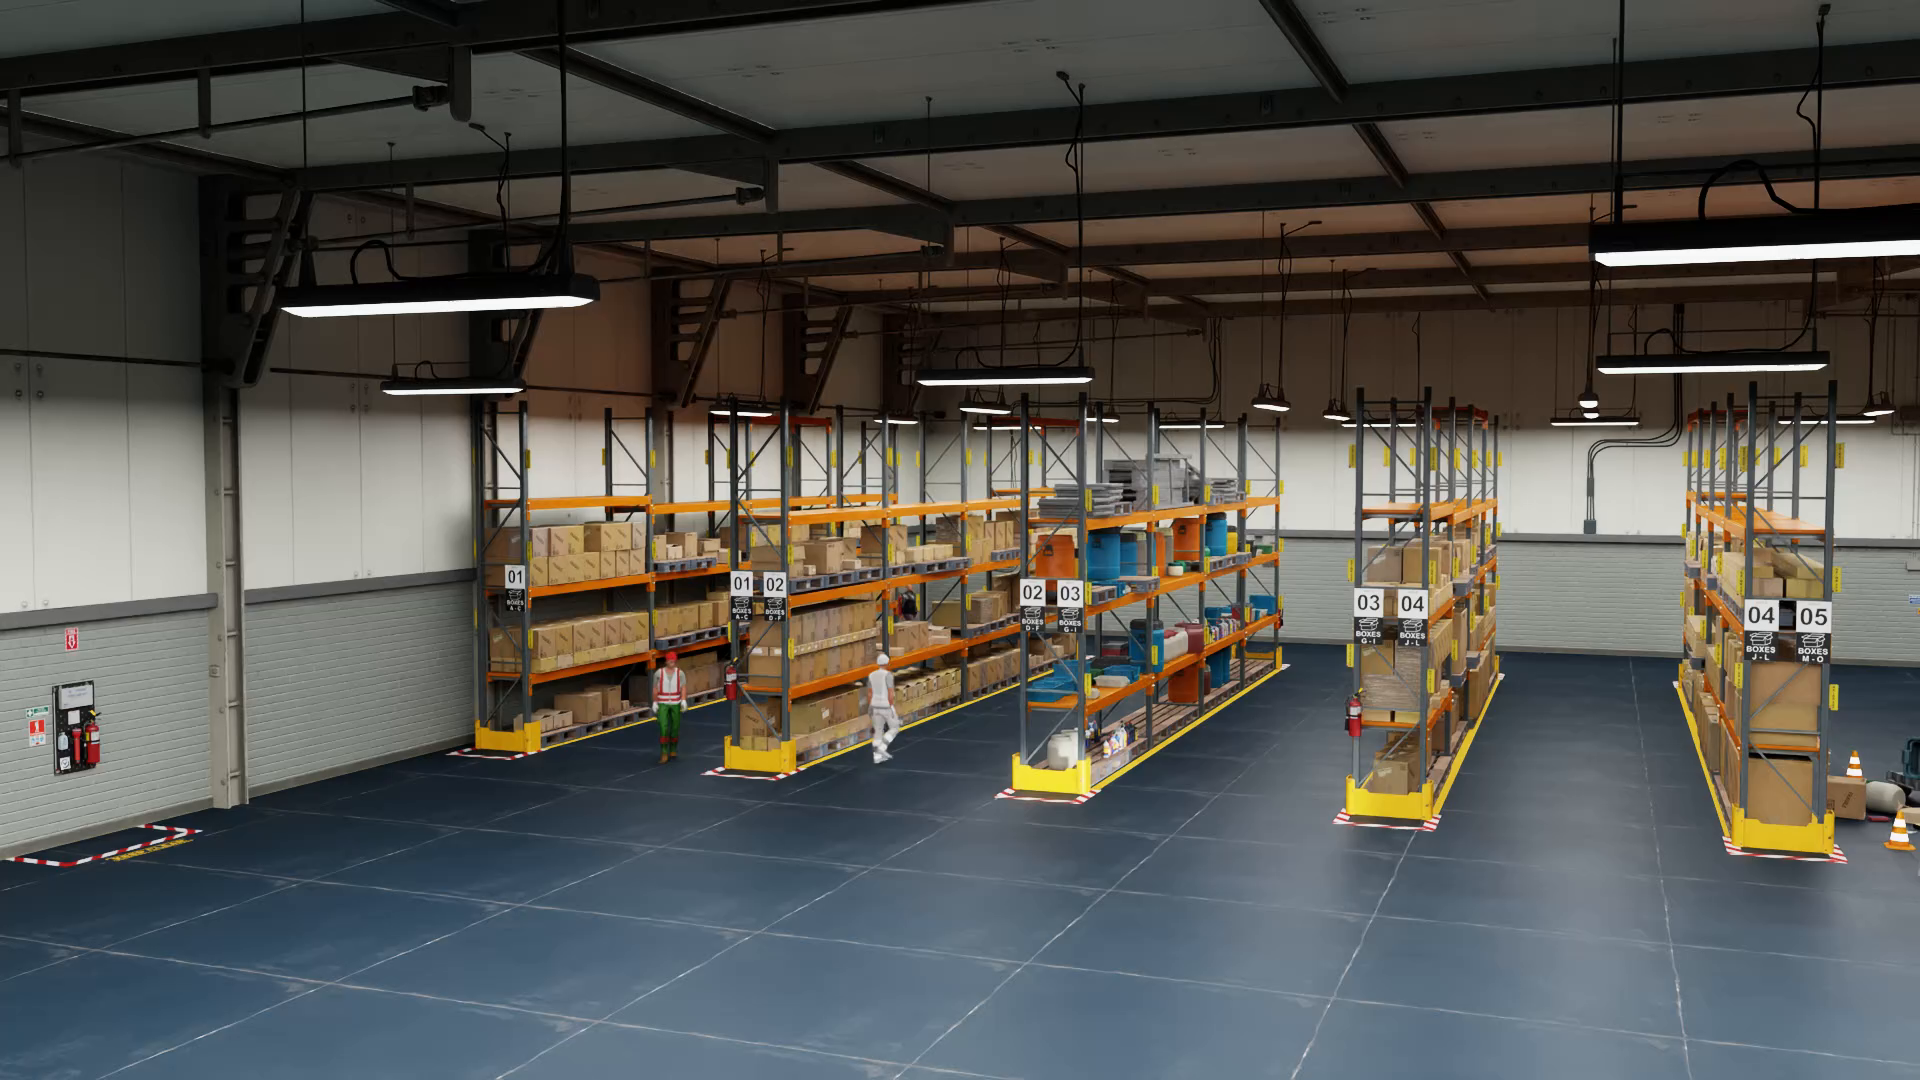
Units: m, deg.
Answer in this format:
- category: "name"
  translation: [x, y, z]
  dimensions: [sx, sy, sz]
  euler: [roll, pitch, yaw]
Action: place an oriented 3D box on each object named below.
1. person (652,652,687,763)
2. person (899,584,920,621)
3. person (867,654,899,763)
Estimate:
- category: "person"
  translation: [-4.816, 2.770, 27.680]
  dimensions: [0.559, 1.790, 0.755]
  euler: [-1, 3, -17]
- category: "person"
  translation: [-1.317, 1.994, 44.584]
  dimensions: [1.043, 1.684, 0.525]
  euler: [2, 3, 33]
- category: "person"
  translation: [-1.298, 2.770, 27.406]
  dimensions: [0.584, 1.780, 0.482]
  euler: [2, 3, 36]
